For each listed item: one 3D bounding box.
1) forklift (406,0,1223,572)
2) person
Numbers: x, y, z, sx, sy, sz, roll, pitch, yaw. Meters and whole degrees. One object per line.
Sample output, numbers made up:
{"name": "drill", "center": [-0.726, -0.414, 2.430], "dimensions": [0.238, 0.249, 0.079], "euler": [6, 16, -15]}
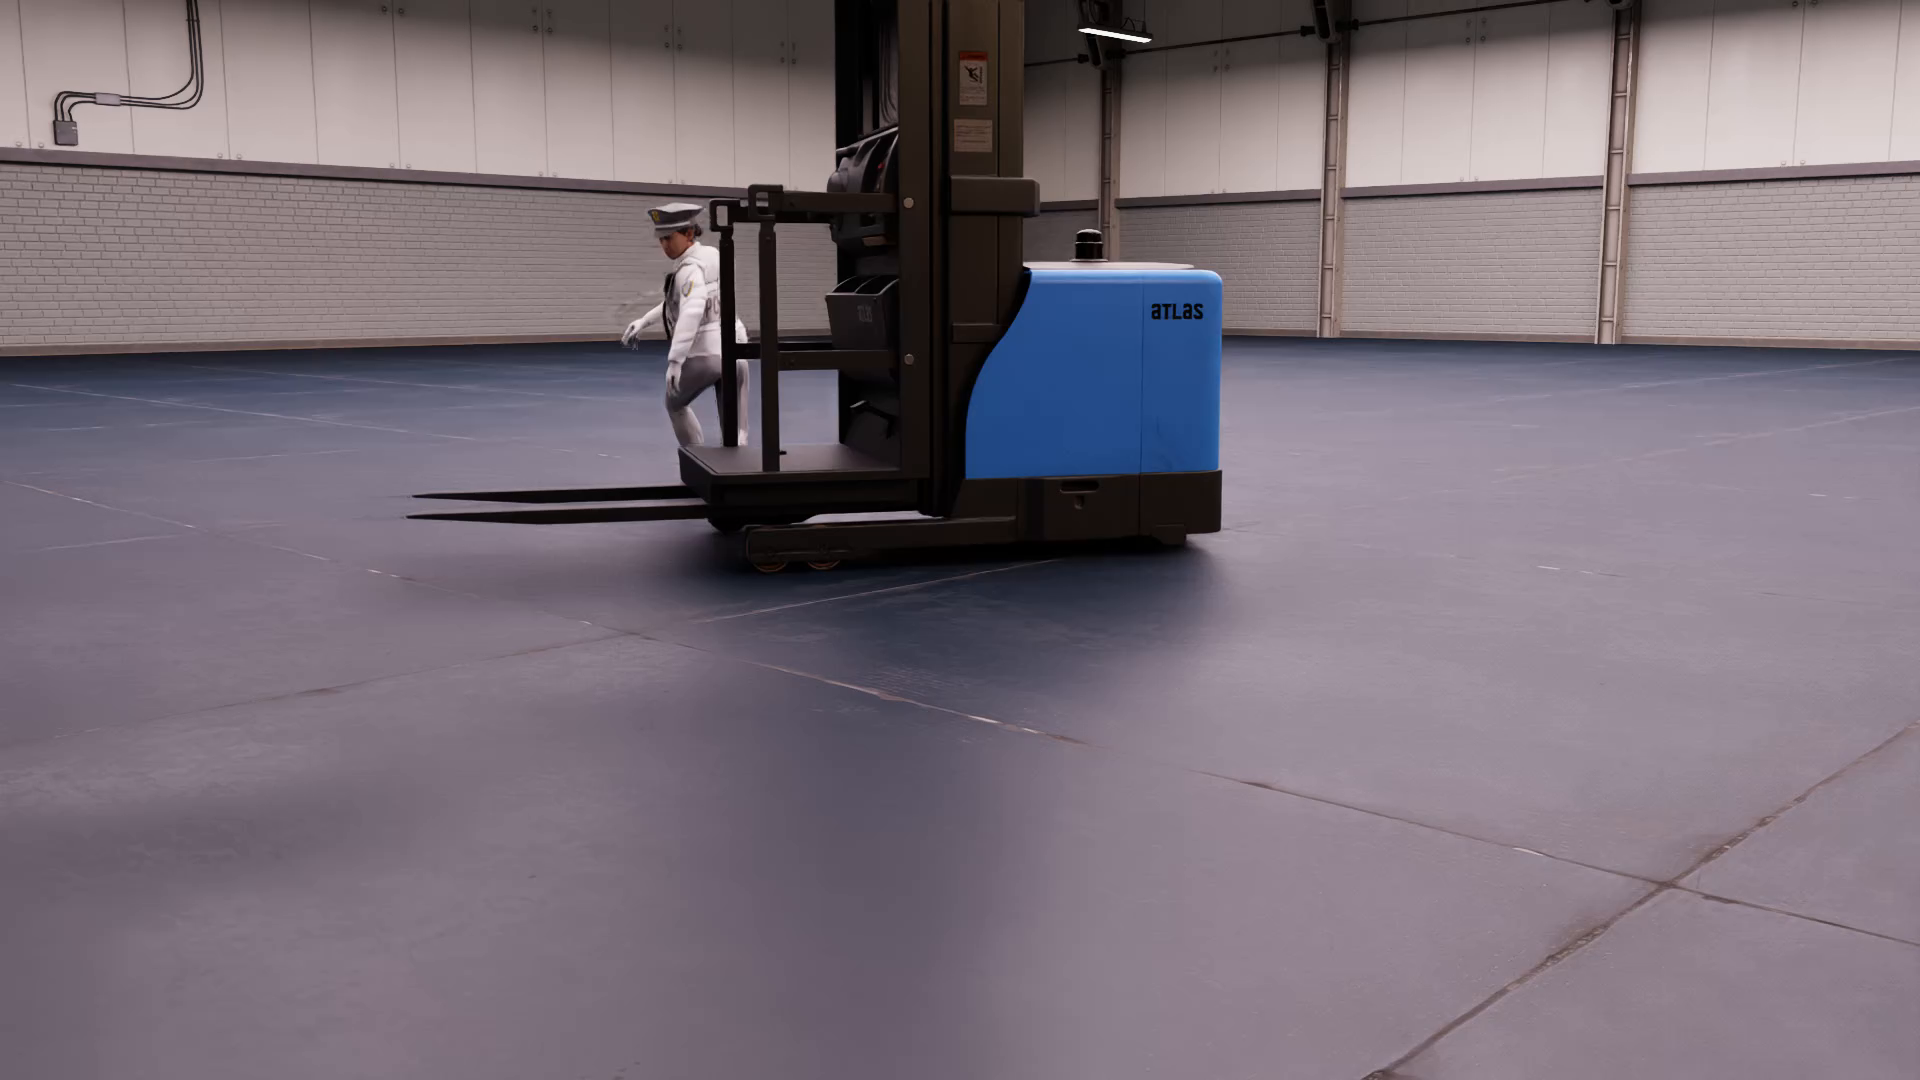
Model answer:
{"name": "forklift", "center": [-0.557, -1.420, 6.307], "dimensions": [3.031, 2.935, 1.130], "euler": [-2, 9, -16]}
{"name": "person", "center": [-1.277, -0.900, 8.076], "dimensions": [0.580, 1.447, 0.861], "euler": [-7, 11, -38]}
